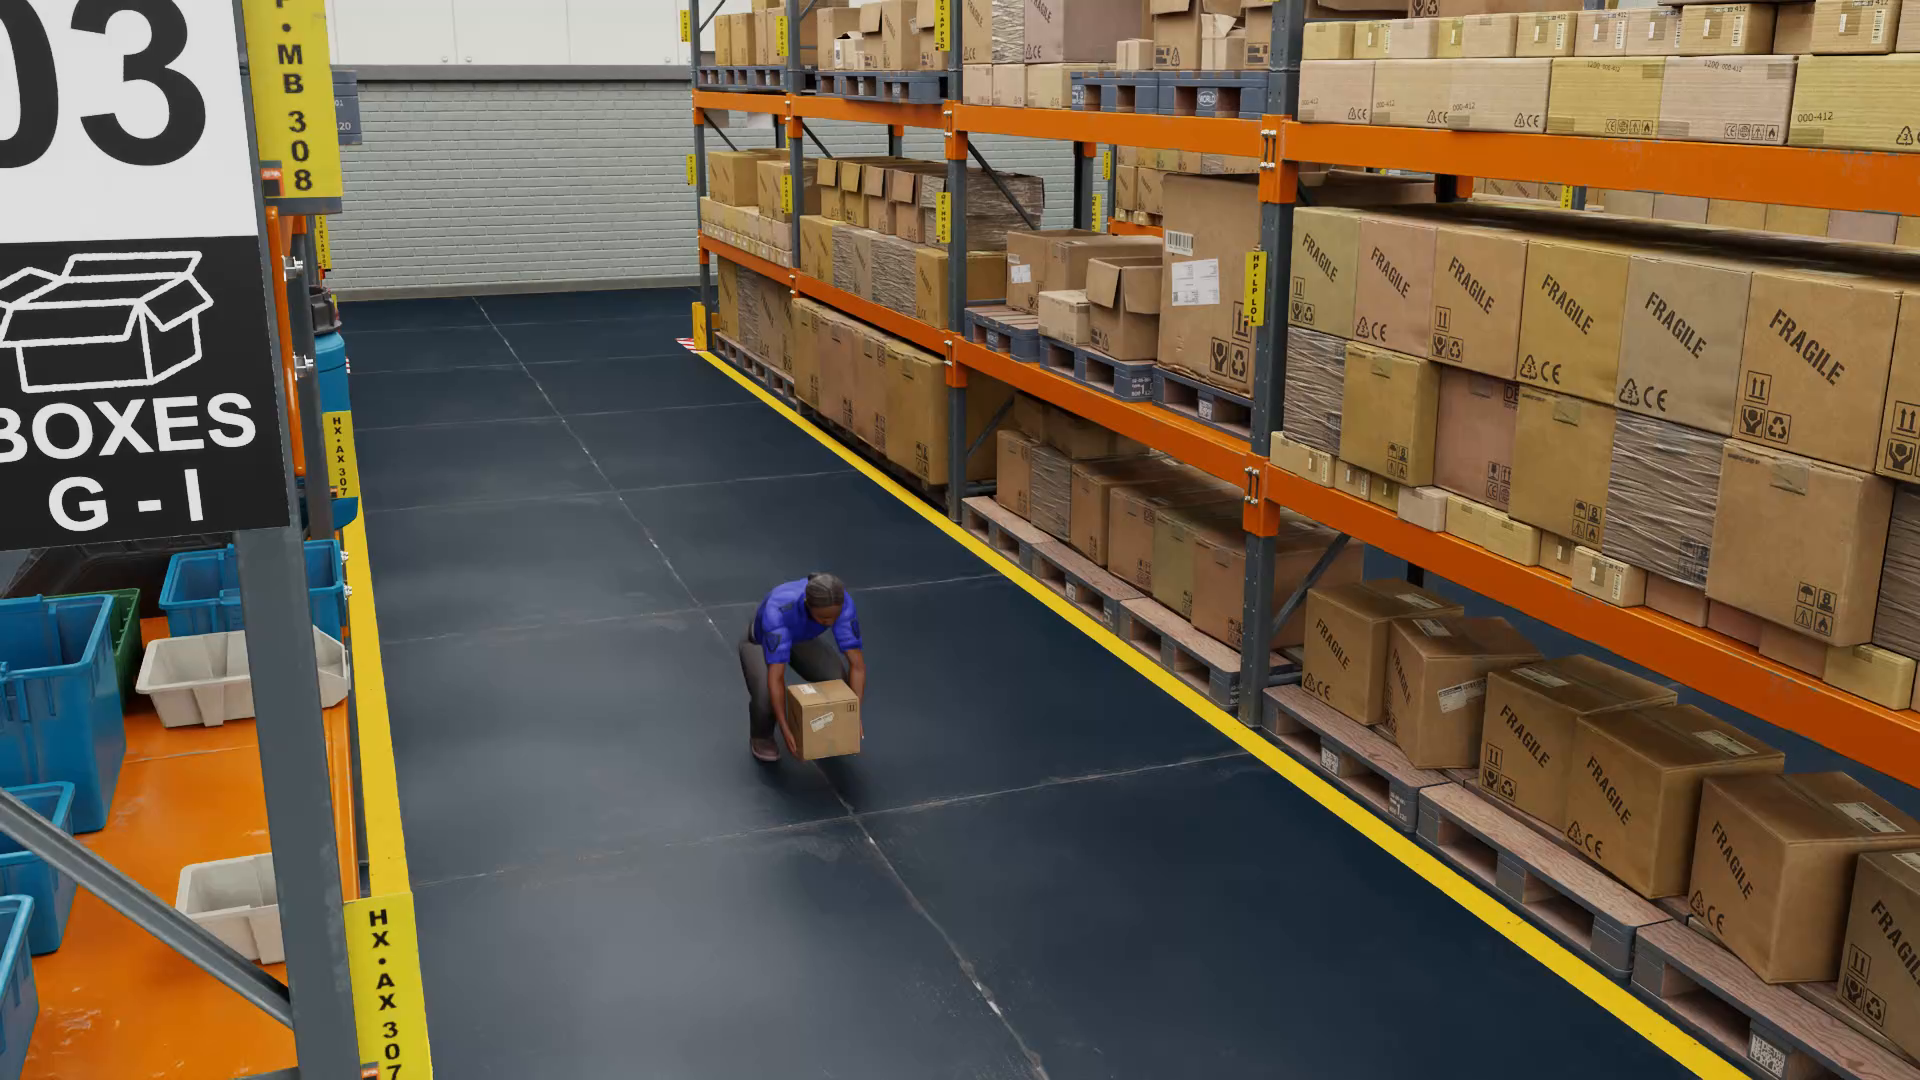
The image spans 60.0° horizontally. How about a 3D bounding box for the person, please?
[{"bbox_3d":[-0.711,0.542,7.446,0.486,0.942,0.820,-6,17,-20],"label":"person"}]
